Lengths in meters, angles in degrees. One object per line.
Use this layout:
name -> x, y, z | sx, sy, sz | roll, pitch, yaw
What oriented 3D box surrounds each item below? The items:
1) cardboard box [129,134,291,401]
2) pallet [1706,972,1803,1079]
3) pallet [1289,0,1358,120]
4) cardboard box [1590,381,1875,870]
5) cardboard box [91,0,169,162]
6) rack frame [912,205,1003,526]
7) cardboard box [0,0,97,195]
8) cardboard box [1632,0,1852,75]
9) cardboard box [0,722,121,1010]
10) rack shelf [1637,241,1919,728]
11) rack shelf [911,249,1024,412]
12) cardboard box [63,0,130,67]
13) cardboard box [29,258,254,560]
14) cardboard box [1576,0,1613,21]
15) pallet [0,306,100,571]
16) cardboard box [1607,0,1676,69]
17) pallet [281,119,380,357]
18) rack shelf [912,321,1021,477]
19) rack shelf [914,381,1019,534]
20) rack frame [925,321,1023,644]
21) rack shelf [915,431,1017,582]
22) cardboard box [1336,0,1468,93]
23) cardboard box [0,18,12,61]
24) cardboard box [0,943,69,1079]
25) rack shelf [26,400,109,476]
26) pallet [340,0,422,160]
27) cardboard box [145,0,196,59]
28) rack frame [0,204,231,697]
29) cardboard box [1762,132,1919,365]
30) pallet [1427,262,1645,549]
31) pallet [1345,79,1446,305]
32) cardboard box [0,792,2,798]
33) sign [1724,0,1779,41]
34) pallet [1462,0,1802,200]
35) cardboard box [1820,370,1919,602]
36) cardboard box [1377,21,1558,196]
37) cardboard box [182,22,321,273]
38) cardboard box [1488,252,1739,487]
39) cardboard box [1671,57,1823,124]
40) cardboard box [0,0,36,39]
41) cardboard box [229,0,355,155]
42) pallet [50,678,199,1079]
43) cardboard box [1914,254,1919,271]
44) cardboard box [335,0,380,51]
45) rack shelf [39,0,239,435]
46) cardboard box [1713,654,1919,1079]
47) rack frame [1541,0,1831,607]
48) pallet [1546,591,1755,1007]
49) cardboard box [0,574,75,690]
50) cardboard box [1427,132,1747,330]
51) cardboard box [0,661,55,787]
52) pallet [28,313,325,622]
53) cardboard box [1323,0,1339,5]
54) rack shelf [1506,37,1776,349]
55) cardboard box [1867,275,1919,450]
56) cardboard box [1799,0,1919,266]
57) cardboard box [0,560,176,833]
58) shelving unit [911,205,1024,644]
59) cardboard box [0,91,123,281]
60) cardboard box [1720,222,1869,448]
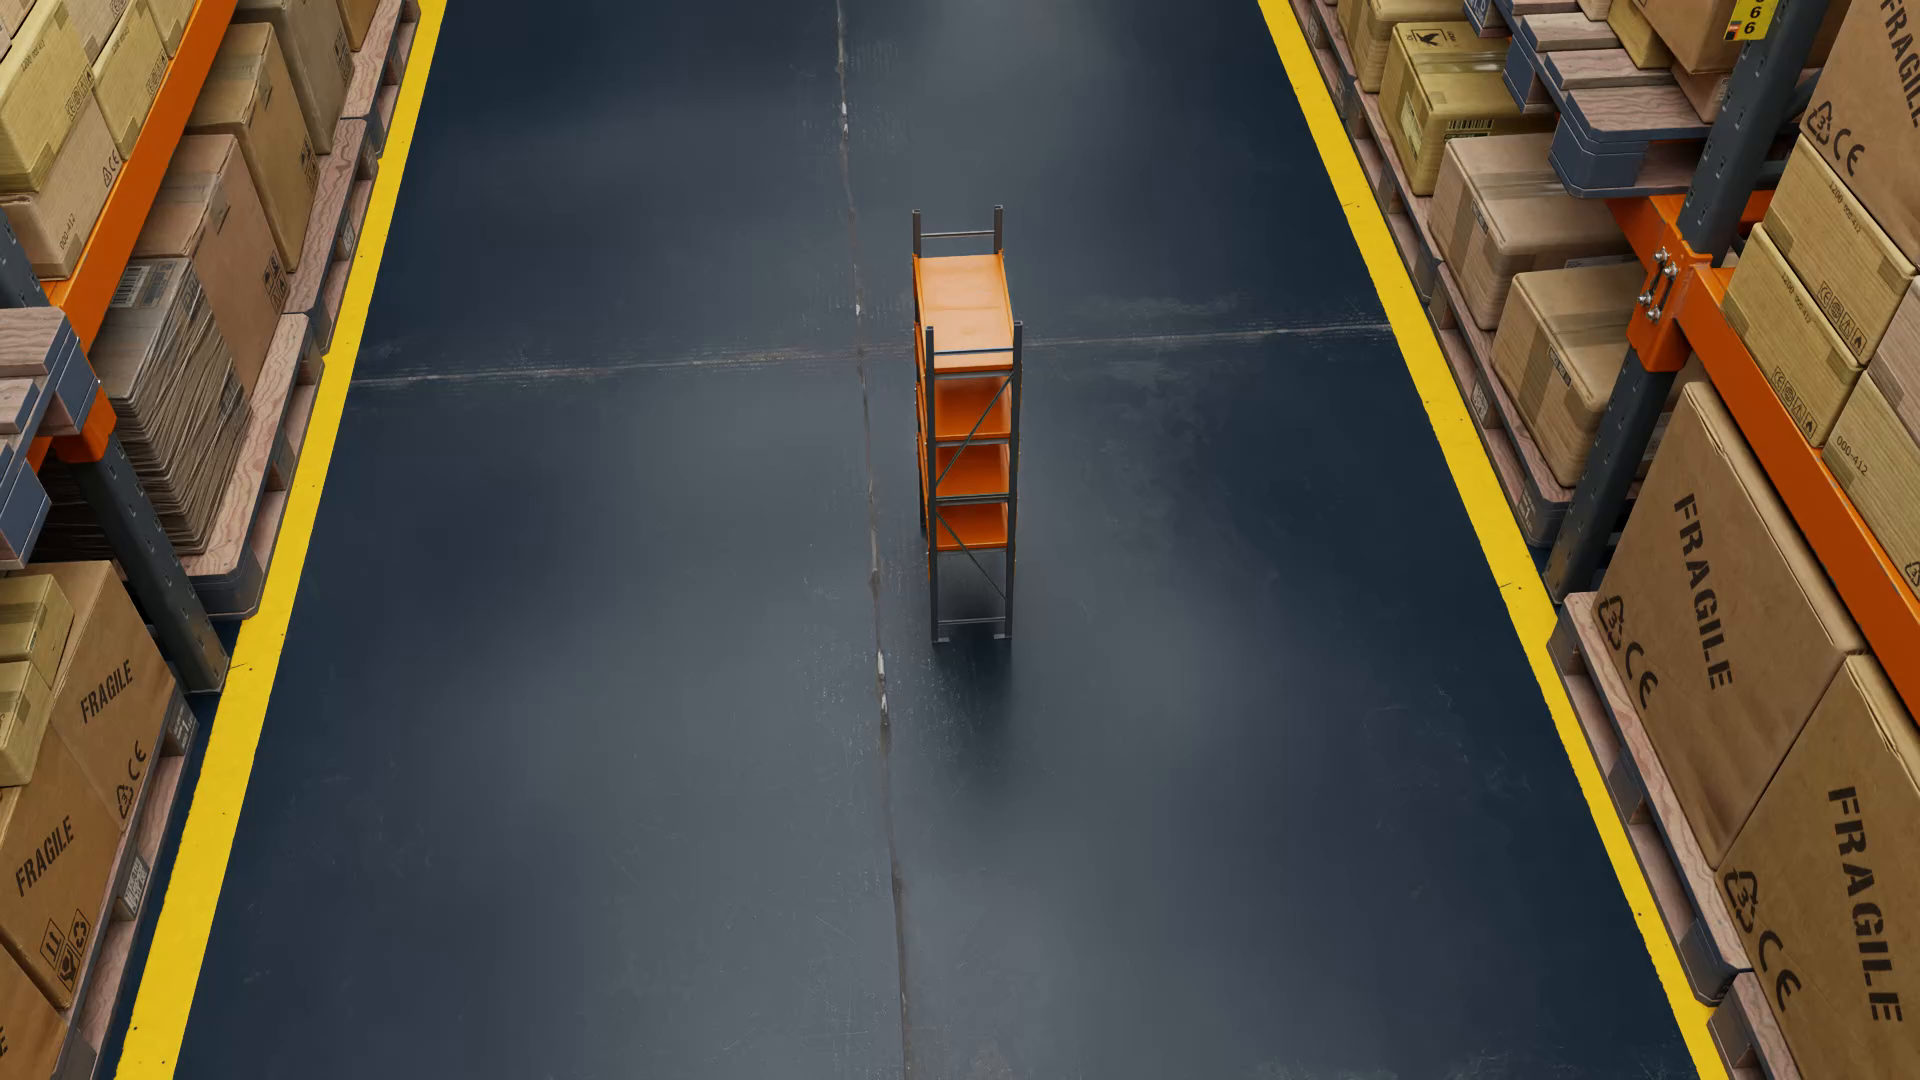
cardboard box -> -2.747, -0.851, 5.336 | 0.875, 0.625, 0.625 | -2, 47, -2
pallet -> 2.390, 1.512, 3.673 | 1.003, 0.211, 1.213 | -3, 47, -3
pallet -> 2.032, -2.275, 7.259 | 1.003, 0.211, 1.213 | -3, 47, -3
cardboard box -> 2.275, 0.188, 4.180 | 0.875, 0.875, 0.875 | -4, 47, -4
cardboard box -> -2.477, -1.247, 4.468 | 0.500, 0.250, 0.500 | -4, 47, -4
rack frame -> -0.007, -0.469, 4.868 | 0.240, 1.200, 0.015 | -3, 47, -3
cardboard box -> -2.415, -1.056, 3.943 | 0.500, 0.250, 0.500 | -4, 47, -3
cardboard box -> 1.985, -1.496, 4.038 | 0.500, 0.500, 0.500 | -5, 47, -4
cardboard box -> -2.365, 0.772, 3.885 | 0.500, 0.500, 0.500 | -4, 47, -4
rack shelf -> 2.468, 0.791, 2.930 | 1.077, 0.370, 4.000 | -3, 47, -3
rack shelf -> 0.014, -0.563, 4.416 | 0.258, 0.148, 0.480 | -3, 47, -3
cardboard box -> -2.480, -1.417, 4.285 | 0.500, 0.250, 0.500 | -2, 47, -2
cardboard box -> -2.684, -0.378, 4.889 | 0.875, 0.625, 0.625 | -2, 47, -2
cardboard box -> 1.878, -1.553, 4.539 | 0.380, 0.149, 0.250 | -4, 47, -4
pallet -> -2.519, -0.046, 3.360 | 1.213, 0.211, 1.003 | -3, 47, -3
cardboard box -> 1.944, -1.373, 4.369 | 0.380, 0.149, 0.250 | -3, 47, -3
pallet -> -2.775, -1.118, 6.164 | 1.003, 0.211, 1.213 | -3, 47, -3
rack shelf -> 0.014, -0.400, 4.587 | 0.258, 0.148, 0.480 | -3, 47, -3
rack shelf -> 0.014, -0.247, 4.750 | 0.258, 0.148, 0.480 | -3, 47, -3
rack frame -> 0.034, -0.116, 4.534 | 0.240, 1.200, 0.015 | -3, 47, -3
rack shelf -> 0.014, -0.110, 4.894 | 0.258, 0.148, 0.480 | -3, 47, -3
cardboard box -> 2.075, -2.138, 6.730 | 0.950, 0.372, 0.625 | -1, 47, -1
cardboard box -> -2.379, -1.104, 3.714 | 0.380, 0.149, 0.250 | -2, 47, -2
cardboard box -> -2.318, 1.151, 3.527 | 0.500, 0.500, 0.500 | -2, 47, -2
rack shelf -> -2.478, 1.096, 2.642 | 1.077, 0.370, 4.000 | -3, 47, -3
pallet -> -2.880, -2.003, 7.002 | 1.003, 0.211, 1.213 | -3, 47, -3
cardboard box -> -2.527, -1.619, 4.821 | 0.500, 0.250, 0.500 | -5, 47, -5
rack frame -> -2.646, -0.598, 3.751 | 1.000, 3.000, 0.127 | -3, 47, -3
cardboard box -> 2.096, -0.642, 3.551 | 0.500, 0.250, 0.500 | -4, 47, -4
pallet -> 2.236, -0.510, 5.587 | 1.003, 0.211, 1.213 | -3, 47, -3
pallet -> 2.137, -1.390, 6.421 | 1.003, 0.211, 1.213 | -3, 47, -3
cardboard box -> -2.320, 0.624, 3.578 | 0.380, 0.149, 0.250 | -5, 47, -5
sign -> 1.760, -1.234, 3.610 | 0.100, 0.325, 0.005 | -3, 47, -3
pallet -> 2.134, -1.346, 4.591 | 1.213, 0.211, 1.003 | -3, 47, -3
cardboard box -> 2.151, -0.112, 3.393 | 0.500, 0.250, 0.500 | -5, 47, -4
cardboard box -> 2.135, -1.636, 6.254 | 0.950, 0.372, 0.625 | -2, 47, -2
cardboard box -> -2.804, -1.338, 5.797 | 0.875, 0.625, 0.625 | -5, 47, -5
cardboard box -> 2.263, -0.553, 5.228 | 0.950, 0.372, 0.625 | -6, 47, -6
cardboard box -> 2.038, -1.184, 4.189 | 0.380, 0.149, 0.250 | -2, 47, -2
cardboard box -> -2.403, -1.297, 3.897 | 0.380, 0.149, 0.250 | -3, 47, -2
cardboard box -> -2.869, -1.882, 6.312 | 0.875, 0.625, 0.625 | -4, 47, -4
pallet -> -2.621, 0.903, 4.250 | 1.003, 0.211, 1.213 | -3, 47, -3
cardboard box -> 2.149, -0.551, 2.948 | 0.500, 0.500, 0.500 | -3, 47, -3
cardboard box -> -2.926, -2.444, 6.845 | 0.875, 0.625, 0.625 | -2, 47, -2
rack shelf -> -2.813, -1.798, 5.383 | 1.077, 0.370, 4.000 | -3, 47, -3
cardboard box -> 2.346, 0.834, 3.569 | 0.875, 0.875, 0.875 | -3, 47, -3
rack frame -> 2.300, -0.903, 4.039 | 1.000, 3.000, 0.127 | -3, 47, -3
pallet -> 2.291, 0.631, 4.507 | 1.003, 0.211, 1.213 | -3, 47, -3
cardboard box -> -2.352, 0.236, 3.947 | 0.380, 0.149, 0.250 | -6, 47, -5
cardboard box -> 2.193, -1.086, 5.734 | 0.950, 0.372, 0.625 | -4, 47, -4
cardboard box -> -2.298, 0.431, 3.761 | 0.380, 0.149, 0.250 | -6, 47, -5
pallet -> -2.676, -0.238, 5.330 | 1.003, 0.211, 1.213 | -3, 47, -3
cardboard box -> 2.012, -2.658, 7.222 | 0.950, 0.372, 0.625 | -3, 47, -3
rack shelf -> 2.133, -2.103, 5.671 | 1.077, 0.370, 4.000 | -3, 47, -3
cardboard box -> 2.139, -0.268, 3.196 | 0.500, 0.250, 0.500 | -2, 47, -2
cardboard box -> 2.098, -0.909, 3.288 | 0.500, 0.500, 0.500 | -5, 47, -5
cardboard box -> -2.396, 0.410, 4.229 | 0.500, 0.500, 0.500 | -2, 47, -2
shelving unit -> 0.014, -0.293, 4.701 | 0.258, 1.200, 0.503 | -3, 47, -3
cardboard box -> -2.439, -0.883, 4.123 | 0.500, 0.250, 0.500 | -3, 47, -3
cardboard box -> 2.090, -0.482, 3.744 | 0.500, 0.250, 0.500 | -4, 47, -4
